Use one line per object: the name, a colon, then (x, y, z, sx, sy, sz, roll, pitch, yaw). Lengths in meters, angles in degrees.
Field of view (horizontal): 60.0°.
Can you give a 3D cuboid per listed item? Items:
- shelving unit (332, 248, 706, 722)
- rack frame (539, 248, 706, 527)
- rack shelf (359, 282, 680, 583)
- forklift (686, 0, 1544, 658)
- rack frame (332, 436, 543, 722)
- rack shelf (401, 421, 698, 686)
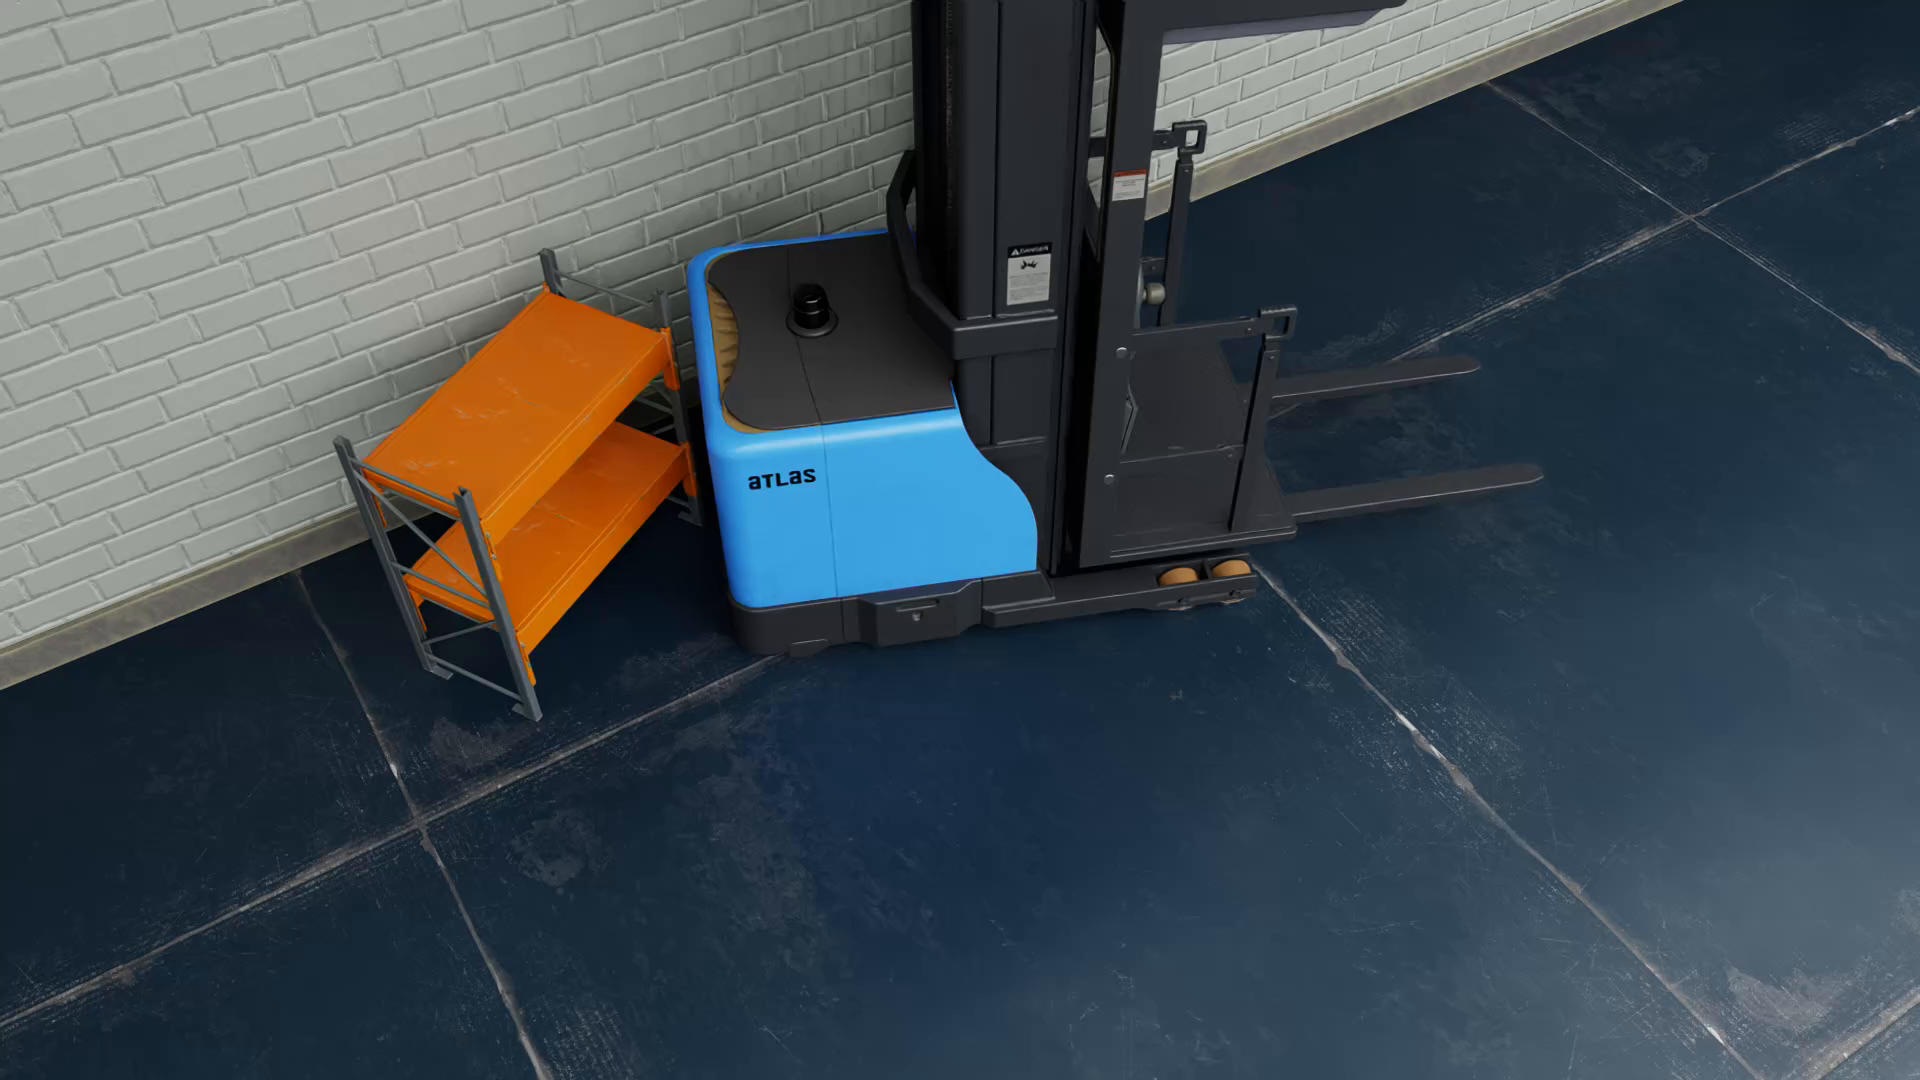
shelving unit: (-1.427, -0.183, 5.660, 0.538, 1.125, 1.048, 21, 52, 18)
rack frame: (-1.192, -0.519, 5.959, 0.500, 1.125, 0.032, 21, 52, 18)
rack shelf: (-1.427, -0.377, 5.441, 0.538, 0.278, 1.000, 21, 52, 18)
forklift: (0.617, -1.102, 5.268, 3.031, 2.935, 1.130, -8, 49, -7)
rack frame: (-1.662, 0.154, 5.360, 0.500, 1.125, 0.032, 21, 52, 18)
rack shelf: (-1.427, -0.020, 5.842, 0.538, 0.278, 1.000, 21, 52, 18)
